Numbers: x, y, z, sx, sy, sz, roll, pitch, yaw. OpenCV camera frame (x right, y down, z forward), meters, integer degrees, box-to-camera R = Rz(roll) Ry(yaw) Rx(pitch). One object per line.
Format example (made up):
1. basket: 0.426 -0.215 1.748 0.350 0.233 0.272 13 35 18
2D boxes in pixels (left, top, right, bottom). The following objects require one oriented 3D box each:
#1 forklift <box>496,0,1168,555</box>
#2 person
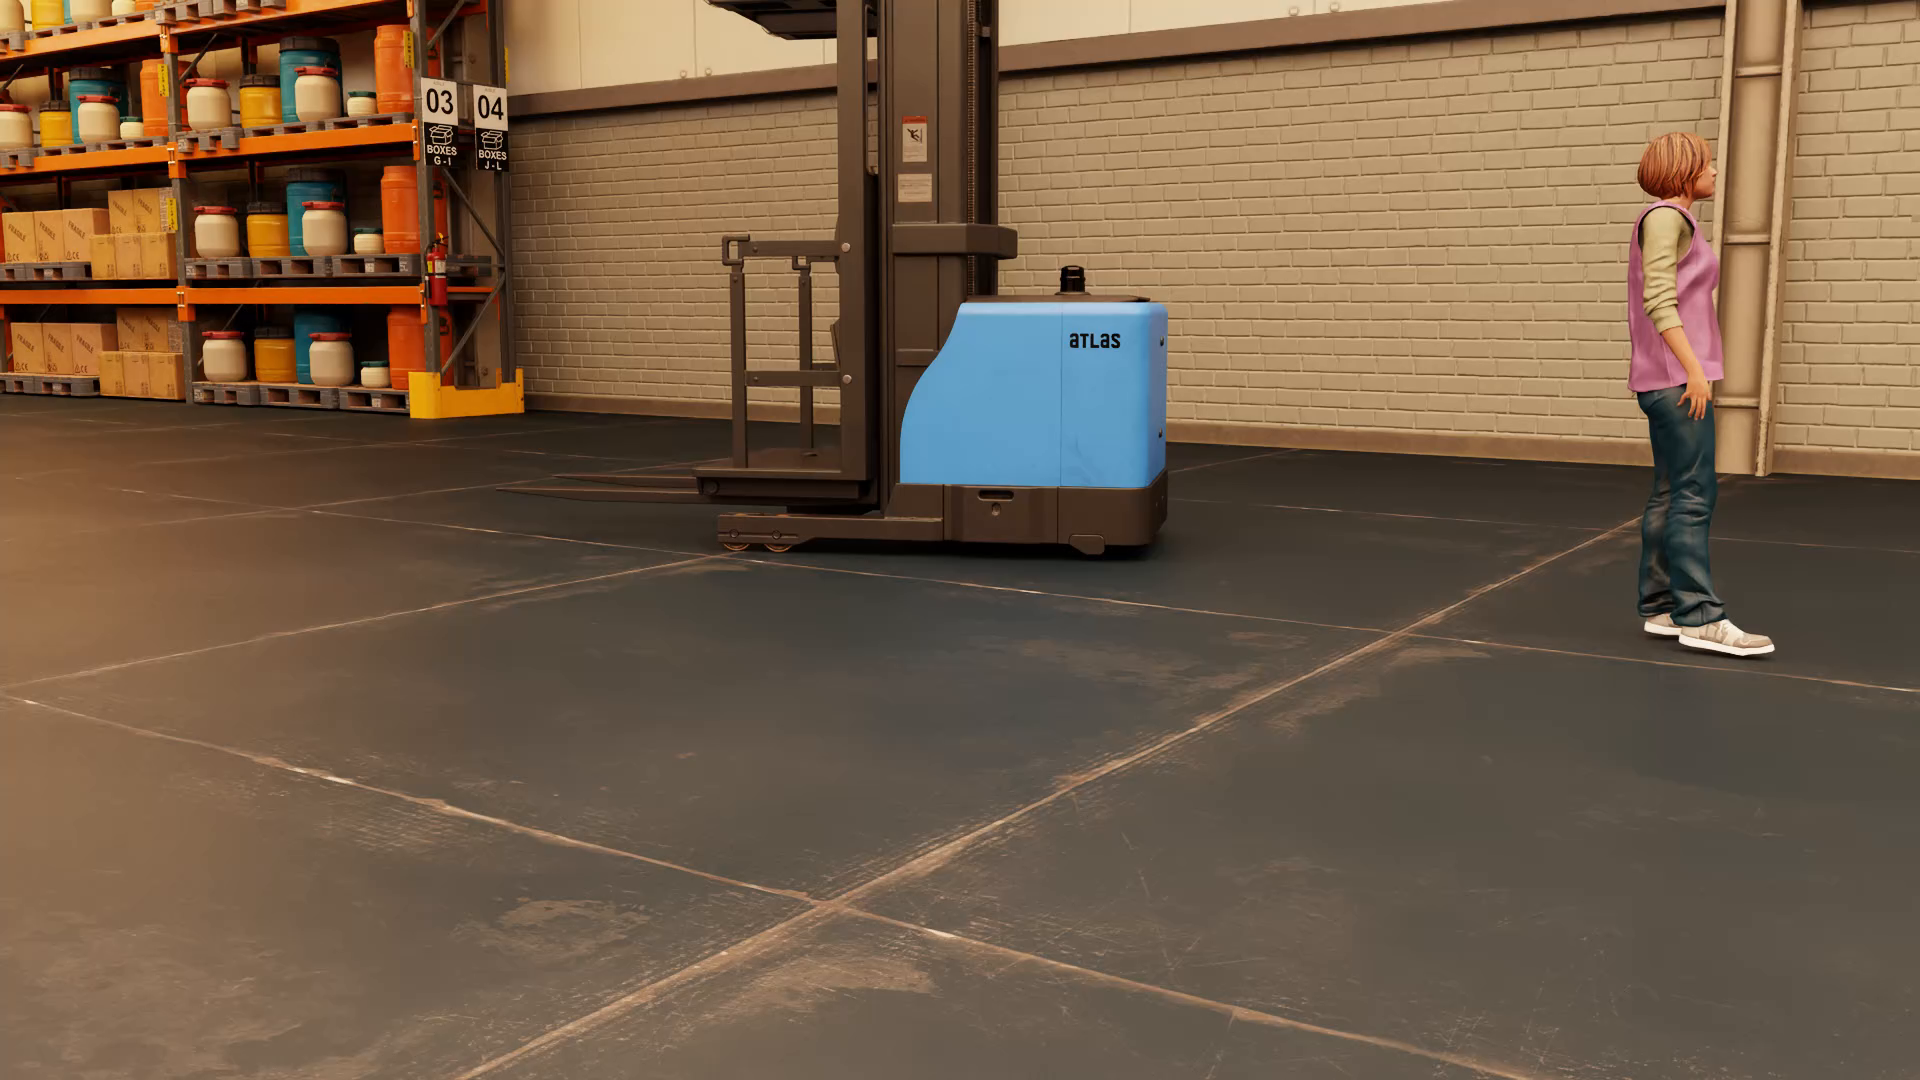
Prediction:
1. forklift: -0.596 -1.469 7.520 3.031 2.935 1.130 2 8 12
2. person: 2.331 -0.475 5.217 0.475 1.597 0.520 3 9 22
